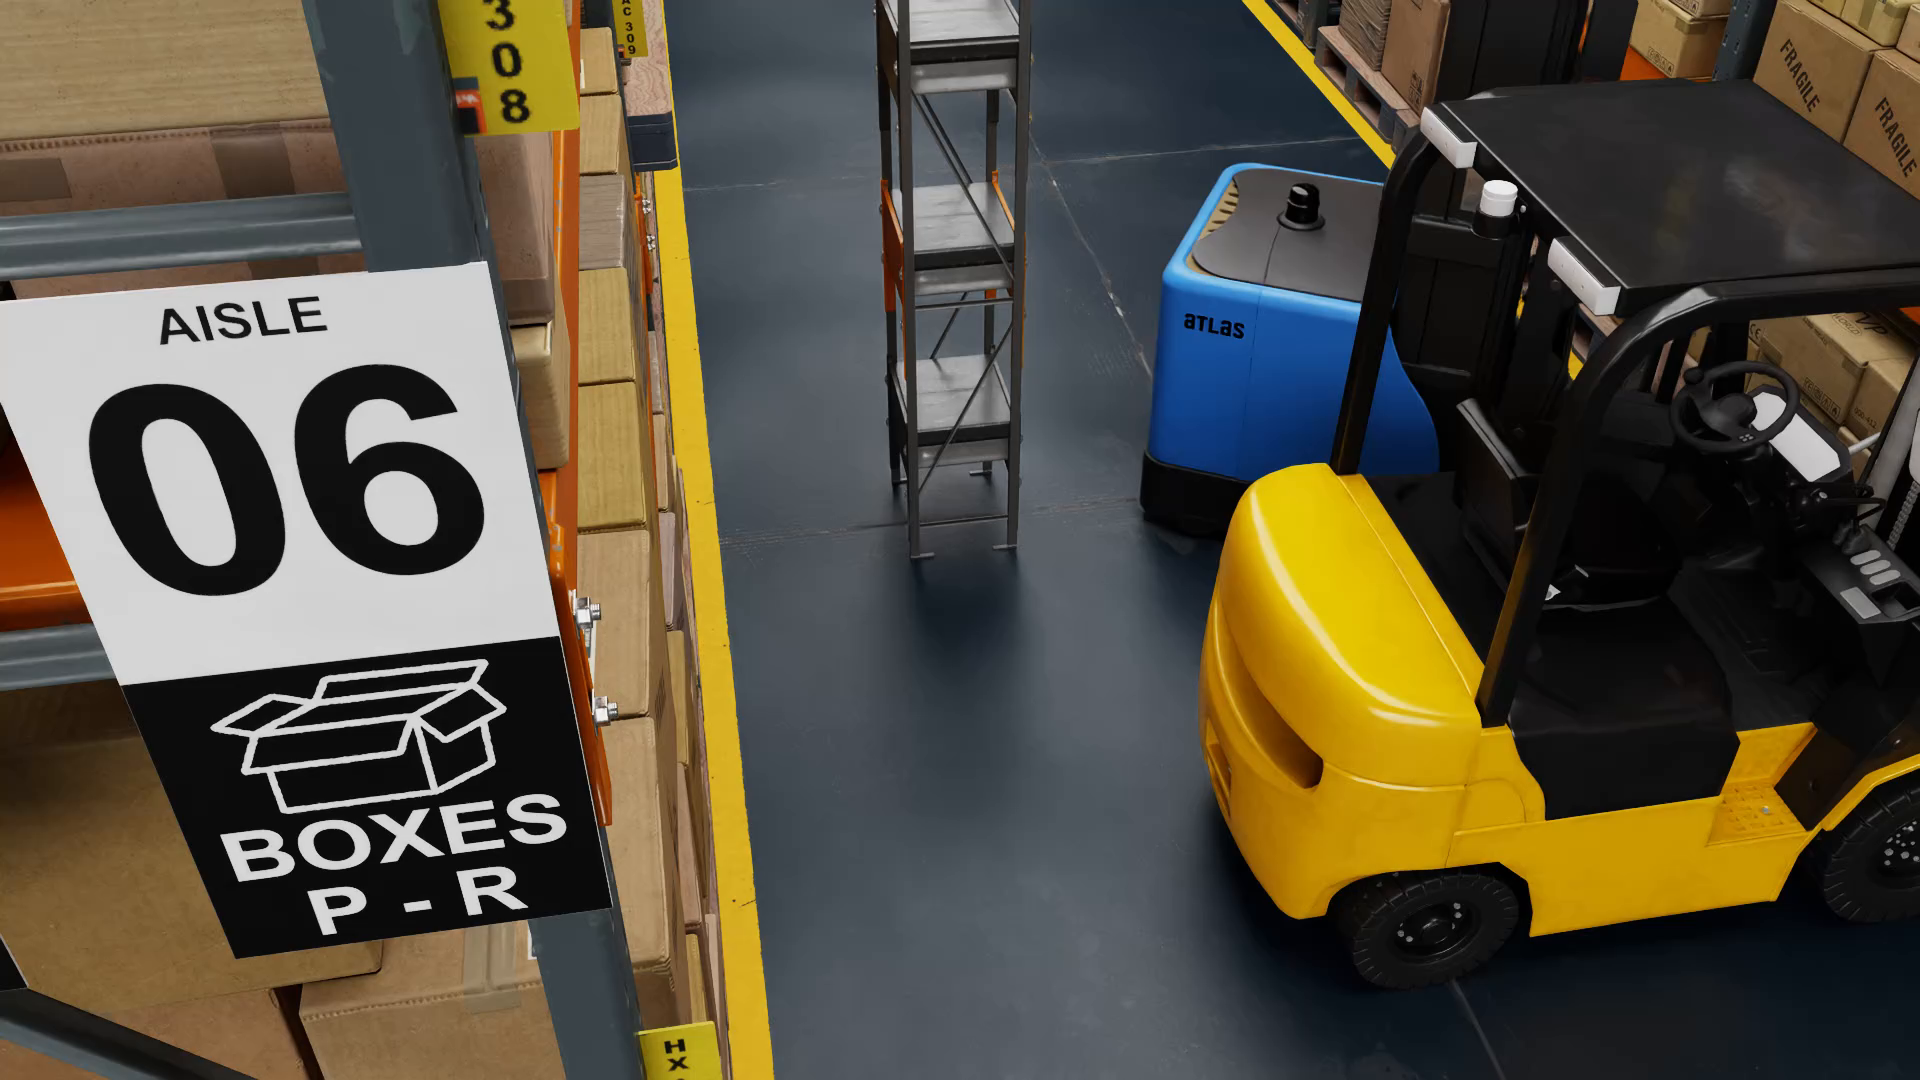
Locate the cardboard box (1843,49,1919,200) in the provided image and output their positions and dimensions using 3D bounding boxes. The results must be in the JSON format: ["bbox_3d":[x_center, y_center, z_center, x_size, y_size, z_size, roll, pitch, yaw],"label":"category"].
[{"bbox_3d":[3.225,-1.250,5.333,0.500,0.500,0.500,-6,38,-7],"label":"cardboard box"}]

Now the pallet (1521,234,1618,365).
[{"bbox_3d":[3.129,-1.159,7.570,1.003,0.211,1.213,-6,38,-8],"label":"pallet"}]

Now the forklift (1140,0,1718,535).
[{"bbox_3d":[2.253,-1.175,5.373,3.031,2.935,1.130,13,40,16],"label":"forklift"}]

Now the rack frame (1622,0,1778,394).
[{"bbox_3d":[3.296,-1.820,6.147,1.000,3.000,0.127,-6,38,-8],"label":"rack frame"}]

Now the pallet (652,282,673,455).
[{"bbox_3d":[-1.728,-0.652,6.918,1.003,0.211,1.213,-6,38,-8],"label":"pallet"}]

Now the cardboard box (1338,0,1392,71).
[{"bbox_3d":[2.691,-3.085,9.370,0.875,0.625,0.625,-5,38,-7],"label":"cardboard box"}]

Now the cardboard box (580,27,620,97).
[{"bbox_3d":[-1.267,-1.199,5.024,0.500,0.500,0.500,-7,38,-9],"label":"cardboard box"}]

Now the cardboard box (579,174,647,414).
[{"bbox_3d":[-1.075,-0.576,4.222,0.500,0.500,0.500,-5,38,-7],"label":"cardboard box"}]

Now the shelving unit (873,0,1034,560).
[{"bbox_3d":[-0.029,-0.929,5.735,0.431,2.100,0.503,-6,38,-8],"label":"shelving unit"}]

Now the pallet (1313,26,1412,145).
[{"bbox_3d":[2.701,-2.633,9.467,1.003,0.211,1.213,-6,38,-8],"label":"pallet"}]

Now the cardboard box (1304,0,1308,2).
[{"bbox_3d":[2.309,-3.647,10.194,0.500,0.500,0.500,-5,38,-7],"label":"cardboard box"}]

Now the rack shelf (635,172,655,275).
[{"bbox_3d":[-1.940,-2.207,7.233,1.077,0.370,4.000,-6,38,-8],"label":"rack shelf"}]

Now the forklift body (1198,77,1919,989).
[{"bbox_3d":[1.869,-0.018,4.519,2.313,2.155,1.214,-6,38,-8],"label":"forklift body"}]

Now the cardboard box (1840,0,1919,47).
[{"bbox_3d":[3.140,-1.738,5.432,0.380,0.149,0.250,-5,38,-7],"label":"cardboard box"}]

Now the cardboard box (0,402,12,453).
[{"bbox_3d":[-1.226,-0.138,1.743,0.380,0.149,0.250,-6,38,-8],"label":"cardboard box"}]

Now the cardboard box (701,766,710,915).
[{"bbox_3d":[-0.948,0.898,4.548,0.500,0.250,0.500,-4,38,-5],"label":"cardboard box"}]

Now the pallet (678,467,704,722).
[{"bbox_3d":[-1.437,0.220,5.795,1.003,0.211,1.213,-6,38,-8],"label":"pallet"}]

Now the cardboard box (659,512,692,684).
[{"bbox_3d":[-1.040,0.284,4.727,0.500,0.500,0.500,-4,38,-6],"label":"cardboard box"}]

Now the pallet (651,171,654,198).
[{"bbox_3d":[-2.155,-2.126,8.815,1.003,0.211,1.213,-6,38,-8],"label":"pallet"}]

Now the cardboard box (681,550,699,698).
[{"bbox_3d":[-1.118,0.285,5.337,0.500,0.250,0.500,-7,38,-9],"label":"cardboard box"}]

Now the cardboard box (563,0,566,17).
[{"bbox_3d":[-0.793,-0.748,2.202,0.500,0.250,0.500,-7,38,-9],"label":"cardboard box"}]

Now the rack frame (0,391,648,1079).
[{"bbox_3d":[-0.888,1.133,2.347,1.000,3.000,0.127,-6,38,-8],"label":"rack frame"}]

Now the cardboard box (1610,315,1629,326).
[{"bbox_3d":[3.194,-1.362,7.151,0.875,0.625,0.625,-5,38,-6],"label":"cardboard box"}]

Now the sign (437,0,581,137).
[{"bbox_3d":[-0.354,-0.456,1.234,0.100,0.325,0.005,-6,38,-8],"label":"sign"}]

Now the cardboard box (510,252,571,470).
[{"bbox_3d":[-0.627,-0.188,1.807,0.380,0.149,0.250,-6,38,-8],"label":"cardboard box"}]

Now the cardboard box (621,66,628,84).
[{"bbox_3d":[-1.376,-1.718,5.879,0.380,0.149,0.250,-6,38,-7],"label":"cardboard box"}]

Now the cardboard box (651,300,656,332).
[{"bbox_3d":[-1.684,-0.728,6.542,0.950,0.372,0.625,-6,38,-7],"label":"cardboard box"}]

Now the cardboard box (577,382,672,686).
[{"bbox_3d":[-0.883,0.040,3.430,0.500,0.500,0.500,-7,38,-9],"label":"cardboard box"}]

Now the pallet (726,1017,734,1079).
[{"bbox_3d":[-1.009,1.693,3.898,1.003,0.211,1.213,-6,38,-8],"label":"pallet"}]

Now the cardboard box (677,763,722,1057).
[{"bbox_3d":[-0.858,0.910,3.922,0.500,0.500,0.500,-8,38,-10],"label":"cardboard box"}]

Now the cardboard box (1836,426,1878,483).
[{"bbox_3d":[3.244,-0.163,5.506,0.500,0.250,0.500,-7,38,-8],"label":"cardboard box"}]

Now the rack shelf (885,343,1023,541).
[{"bbox_3d":[-0.029,-0.366,6.172,0.431,0.518,0.480,-6,38,-8],"label":"rack shelf"}]

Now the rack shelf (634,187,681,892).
[{"bbox_3d":[-1.239,0.209,4.123,1.077,0.370,4.000,-6,38,-8],"label":"rack shelf"}]

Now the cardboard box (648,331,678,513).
[{"bbox_3d":[-1.222,-0.331,5.519,0.500,0.500,0.500,-7,38,-9],"label":"cardboard box"}]

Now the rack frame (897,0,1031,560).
[{"bbox_3d":[0.014,-0.782,5.545,0.400,2.100,0.015,-6,38,-8],"label":"rack frame"}]

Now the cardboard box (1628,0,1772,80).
[{"bbox_3d":[2.951,-2.037,6.549,0.500,0.250,0.500,-5,38,-7],"label":"cardboard box"}]

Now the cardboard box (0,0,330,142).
[{"bbox_3d":[-0.750,-0.504,1.564,0.380,0.149,0.250,-6,38,-8],"label":"cardboard box"}]

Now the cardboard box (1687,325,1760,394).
[{"bbox_3d":[3.077,-0.772,6.290,0.500,0.250,0.500,-6,38,-8],"label":"cardboard box"}]

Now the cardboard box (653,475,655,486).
[{"bbox_3d":[-0.956,-0.100,4.139,0.380,0.149,0.250,-6,38,-8],"label":"cardboard box"}]

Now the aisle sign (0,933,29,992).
[{"bbox_3d":[-1.163,0.175,1.461,0.394,0.787,0.004,-6,38,-8],"label":"aisle sign"}]

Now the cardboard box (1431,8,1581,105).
[{"bbox_3d":[2.932,-2.285,8.340,0.875,0.625,0.625,-8,39,-10],"label":"cardboard box"}]

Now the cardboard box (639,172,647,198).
[{"bbox_3d":[-1.937,-1.582,7.641,0.950,0.372,0.625,-5,38,-6],"label":"cardboard box"}]

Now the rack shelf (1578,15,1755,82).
[{"bbox_3d":[2.946,-2.743,7.923,1.077,0.370,4.000,-6,38,-8],"label":"rack shelf"}]

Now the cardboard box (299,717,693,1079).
[{"bbox_3d":[-0.698,0.660,2.632,0.500,0.500,0.500,-7,38,-9],"label":"cardboard box"}]

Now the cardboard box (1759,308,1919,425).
[{"bbox_3d":[3.152,-0.659,5.737,0.500,0.250,0.500,-6,38,-8],"label":"cardboard box"}]
